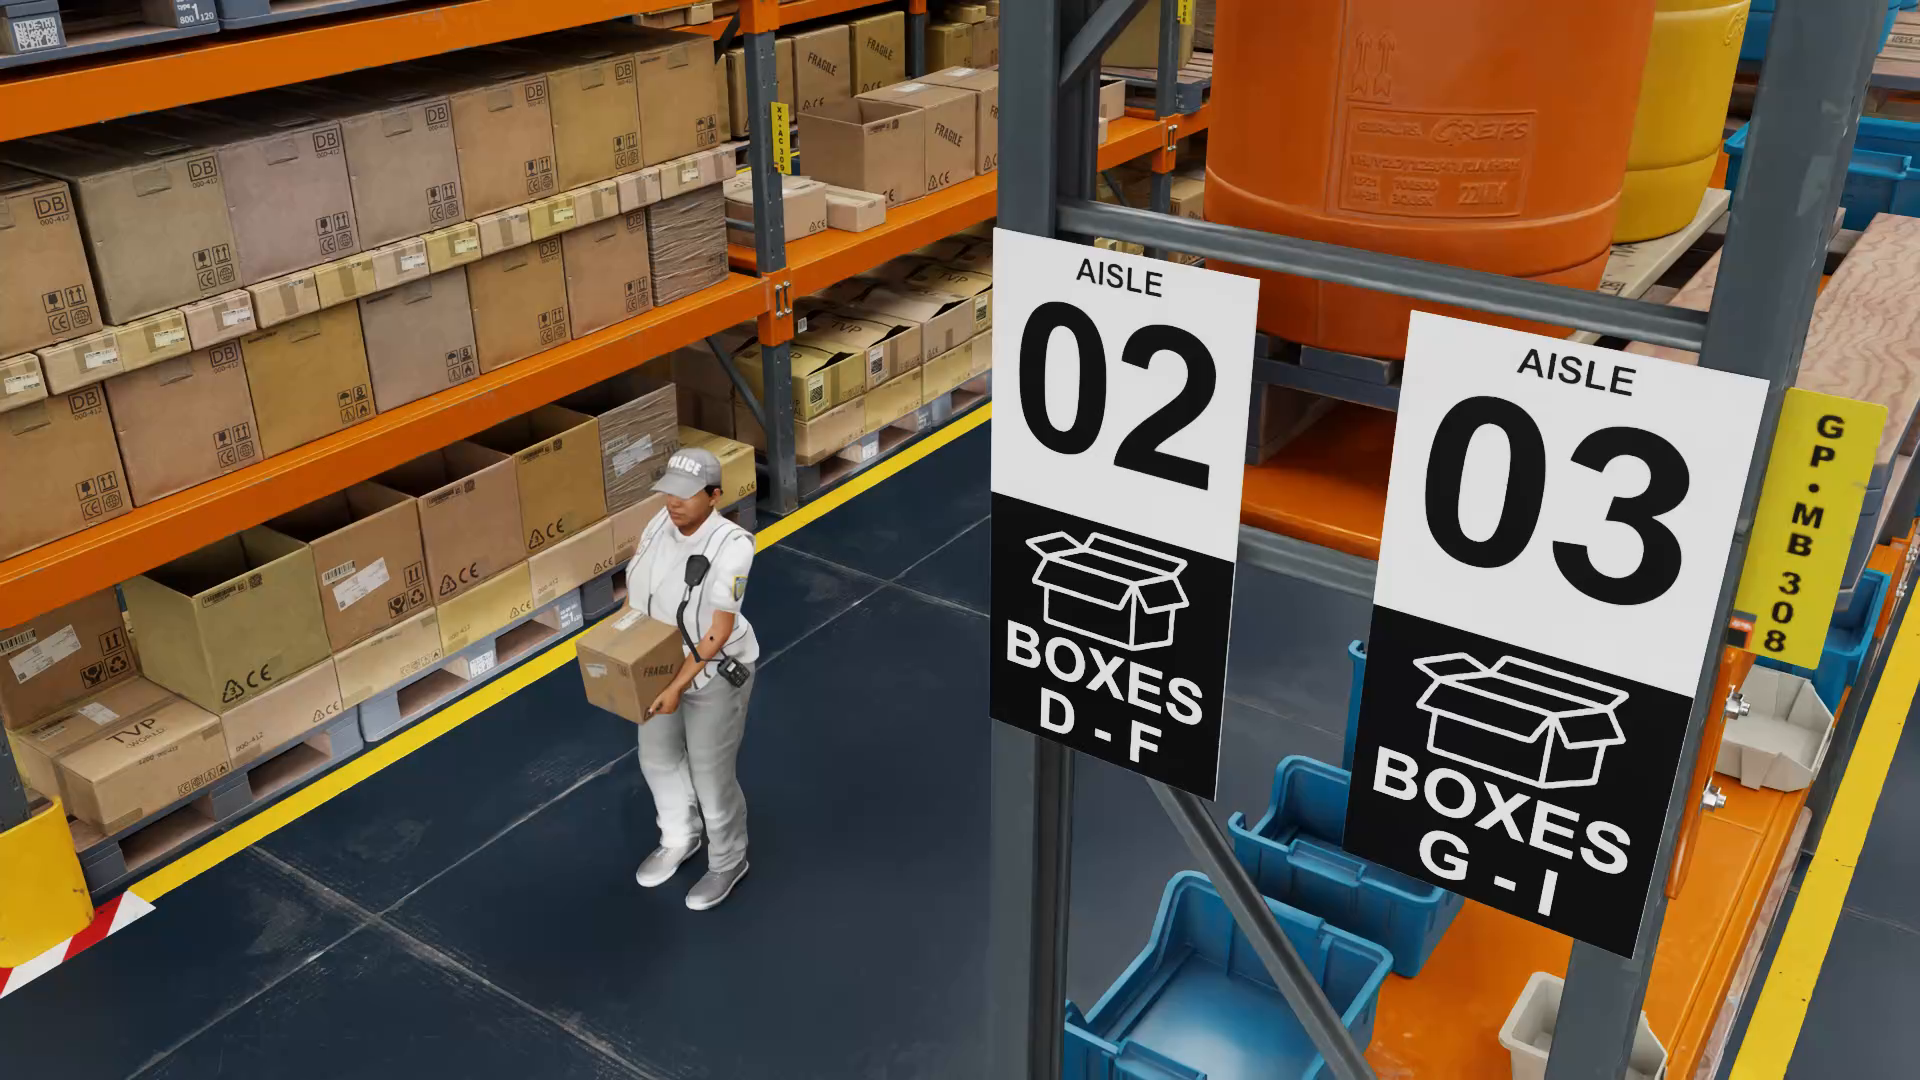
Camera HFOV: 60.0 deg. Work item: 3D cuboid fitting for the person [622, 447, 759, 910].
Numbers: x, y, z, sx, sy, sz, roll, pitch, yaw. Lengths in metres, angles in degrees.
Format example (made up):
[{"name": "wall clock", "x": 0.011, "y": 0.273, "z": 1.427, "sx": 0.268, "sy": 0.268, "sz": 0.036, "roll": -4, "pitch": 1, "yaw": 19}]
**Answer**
[{"name": "person", "x": -0.955, "y": 0.486, "z": 5.678, "sx": 0.453, "sy": 1.655, "sz": 0.541, "roll": 18, "pitch": 32, "yaw": 31}]
